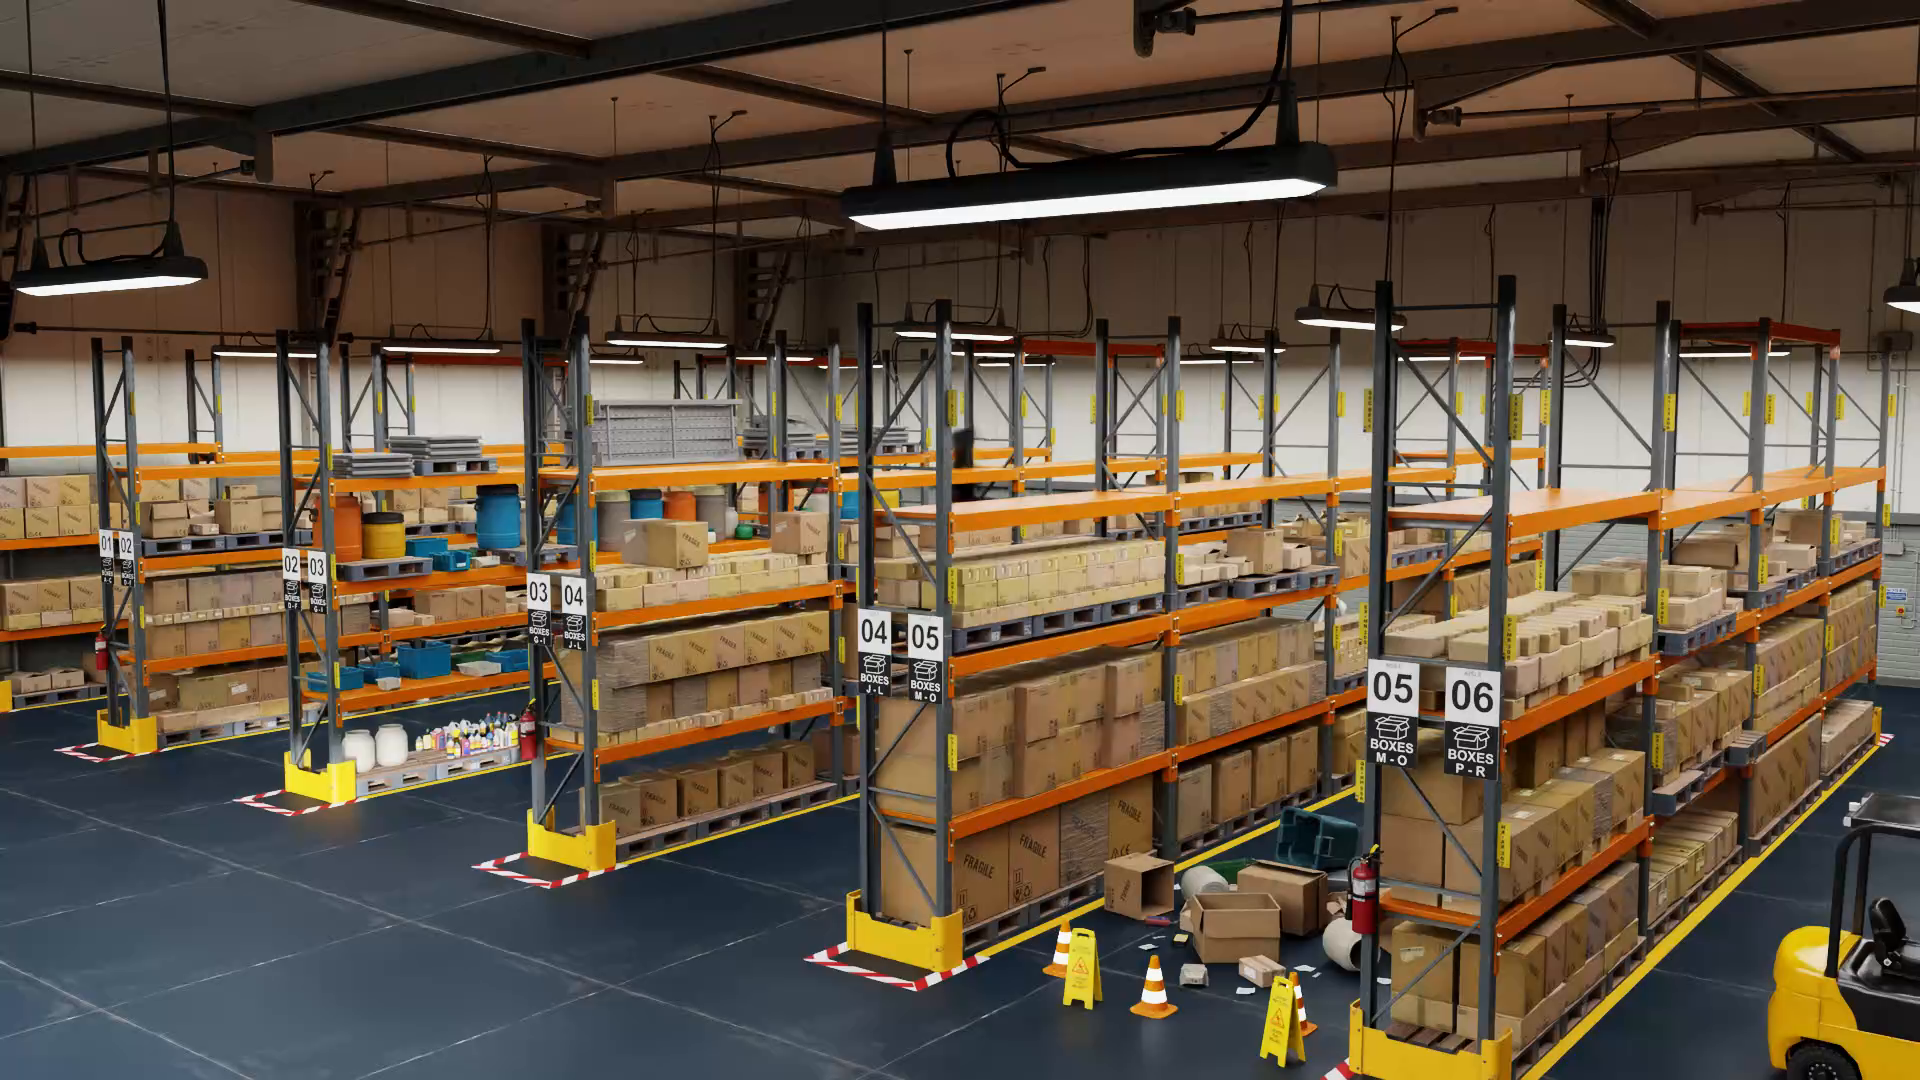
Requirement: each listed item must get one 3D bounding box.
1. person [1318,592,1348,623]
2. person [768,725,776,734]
[{"bbox_3d":[7.045,1.638,31.229,0.713,1.612,0.637,5,7,42],"label":"person"},{"bbox_3d":[-3.107,2.057,25.558,0.665,1.754,0.772,-1,5,-7],"label":"person"}]
